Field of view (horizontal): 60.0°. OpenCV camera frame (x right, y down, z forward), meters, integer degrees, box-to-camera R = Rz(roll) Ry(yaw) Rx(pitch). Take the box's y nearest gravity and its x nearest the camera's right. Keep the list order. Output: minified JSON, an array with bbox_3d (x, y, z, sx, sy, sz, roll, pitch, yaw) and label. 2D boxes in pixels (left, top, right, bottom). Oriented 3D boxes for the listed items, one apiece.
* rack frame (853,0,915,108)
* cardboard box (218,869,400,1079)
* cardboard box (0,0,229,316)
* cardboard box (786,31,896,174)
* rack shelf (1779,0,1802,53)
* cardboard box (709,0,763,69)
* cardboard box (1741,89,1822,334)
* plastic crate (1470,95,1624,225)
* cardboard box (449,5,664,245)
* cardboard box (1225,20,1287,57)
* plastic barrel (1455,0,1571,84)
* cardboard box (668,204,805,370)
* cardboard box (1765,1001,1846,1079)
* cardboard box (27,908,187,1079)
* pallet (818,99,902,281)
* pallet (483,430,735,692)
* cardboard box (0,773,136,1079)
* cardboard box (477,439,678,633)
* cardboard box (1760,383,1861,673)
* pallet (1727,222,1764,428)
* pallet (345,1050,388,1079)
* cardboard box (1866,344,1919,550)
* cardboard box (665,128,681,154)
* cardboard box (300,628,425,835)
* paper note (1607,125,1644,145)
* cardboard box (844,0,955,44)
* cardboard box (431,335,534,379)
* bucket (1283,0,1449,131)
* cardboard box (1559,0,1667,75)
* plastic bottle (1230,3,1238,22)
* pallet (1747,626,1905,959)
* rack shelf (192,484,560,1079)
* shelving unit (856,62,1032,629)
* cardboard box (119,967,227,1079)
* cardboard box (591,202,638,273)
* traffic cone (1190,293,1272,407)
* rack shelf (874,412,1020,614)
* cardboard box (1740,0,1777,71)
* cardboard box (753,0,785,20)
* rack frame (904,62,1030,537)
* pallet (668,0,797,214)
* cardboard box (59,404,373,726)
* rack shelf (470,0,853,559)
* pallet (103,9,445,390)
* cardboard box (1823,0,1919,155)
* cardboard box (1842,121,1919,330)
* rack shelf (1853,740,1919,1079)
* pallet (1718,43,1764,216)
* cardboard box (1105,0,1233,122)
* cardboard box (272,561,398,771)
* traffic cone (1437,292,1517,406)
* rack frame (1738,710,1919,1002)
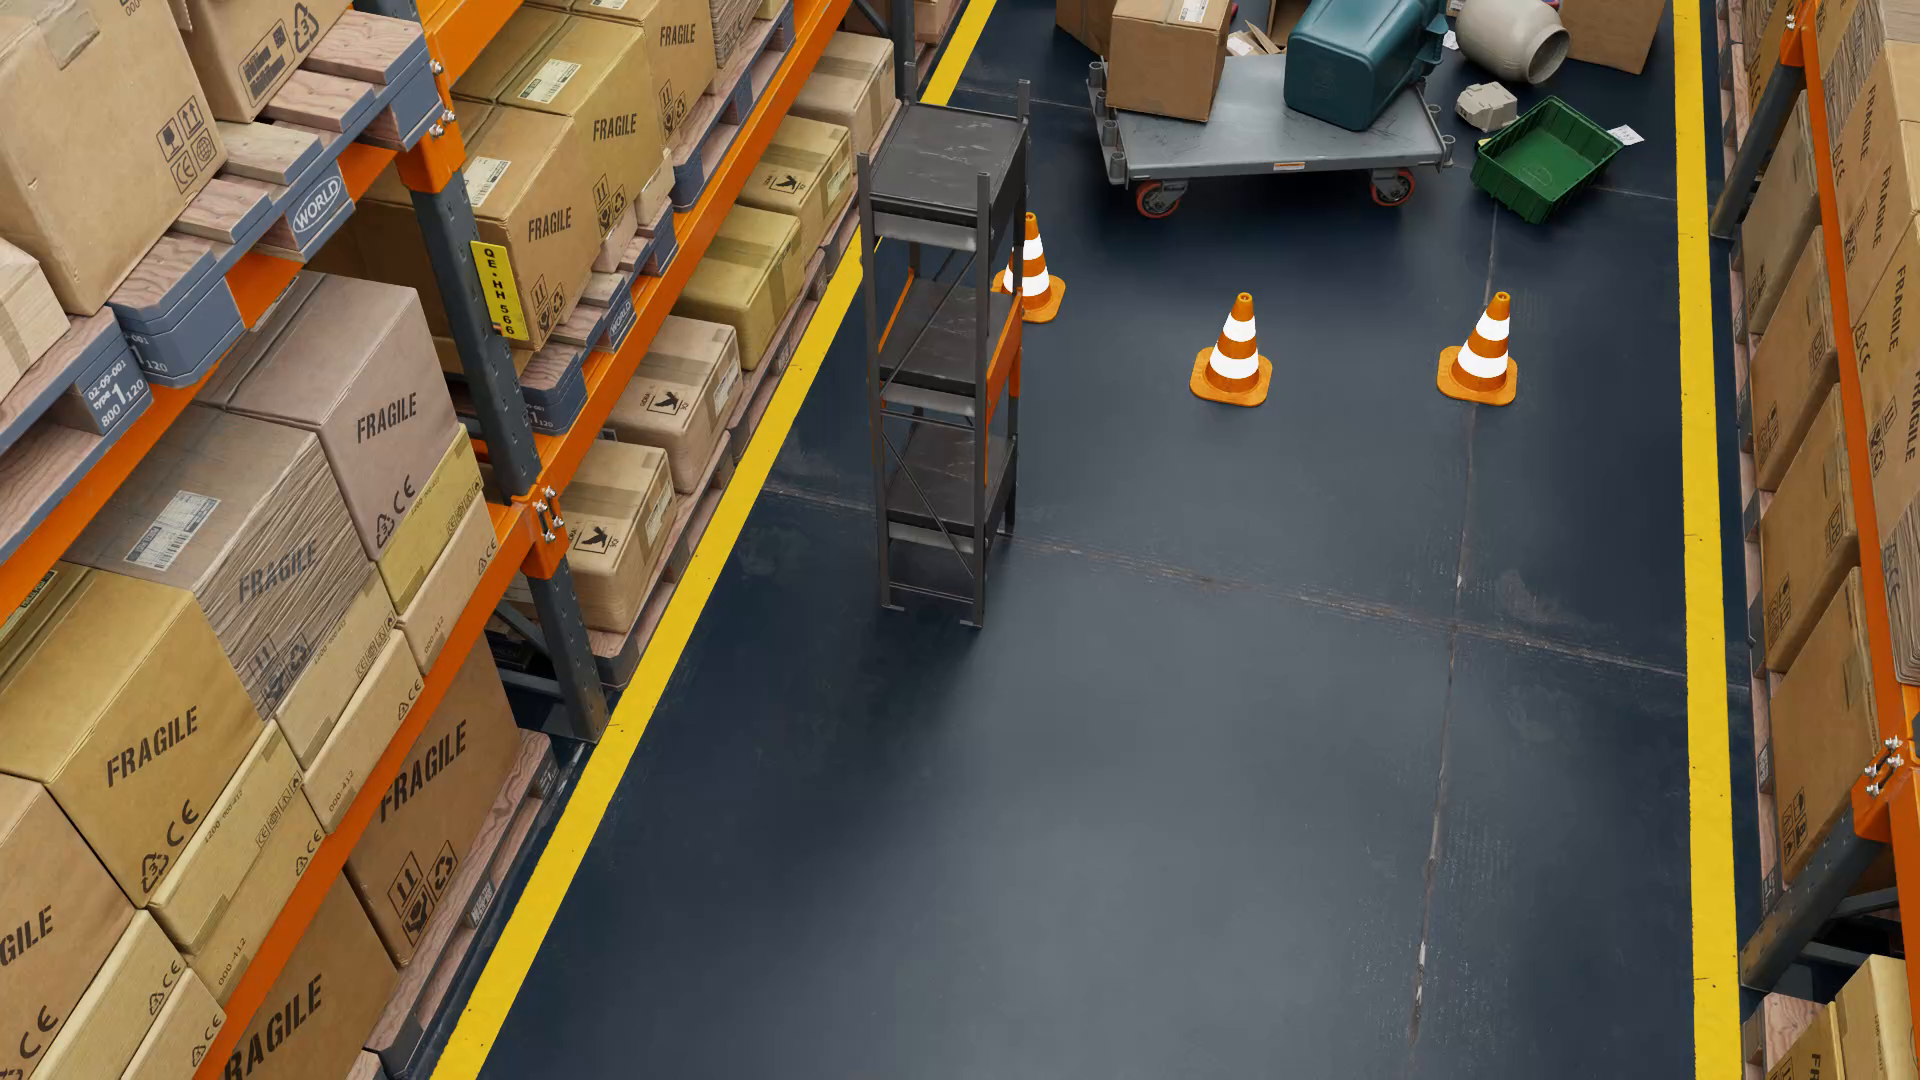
[{"bbox_3d":[-0.723,-3.286,7.568,1.000,3.000,0.127,12,50,10],"label":"rack frame"},{"bbox_3d":[-2.277,1.299,4.659,0.875,0.875,0.875,12,50,10],"label":"cardboard box"},{"bbox_3d":[-1.854,-0.803,3.030,0.700,0.500,0.500,9,49,8],"label":"cardboard box"},{"bbox_3d":[-0.859,-2.175,8.061,0.950,0.372,0.625,12,50,11],"label":"cardboard box"},{"bbox_3d":[4.605,-3.591,8.317,1.077,0.370,4.000,12,50,10],"label":"rack shelf"},{"bbox_3d":[-1.032,-2.067,5.947,0.500,0.500,0.500,10,49,9],"label":"cardboard box"},{"bbox_3d":[4.002,-1.310,7.045,1.050,0.750,0.750,11,50,10],"label":"cardboard box"},{"bbox_3d":[2.861,-1.855,8.142,0.662,0.188,0.450,-37,68,-28],"label":"plastic crate"},{"bbox_3d":[-1.304,-1.321,5.289,0.500,0.500,0.500,14,50,12],"label":"cardboard box"},{"bbox_3d":[1.562,-2.547,8.739,0.258,0.266,0.396,-19,51,-16],"label":"cardboard box"},{"bbox_3d":[2.897,-2.653,8.728,0.421,0.421,0.512,-27,54,-22],"label":"plastic barrel"},{"bbox_3d":[-1.226,-1.151,7.157,0.950,0.372,0.625,13,50,11],"label":"cardboard box"},{"bbox_3d":[2.594,1.661,4.589,0.500,0.500,0.500,10,49,8],"label":"cardboard box"},{"bbox_3d":[-2.041,1.014,3.540,0.500,0.250,0.500,10,49,9],"label":"cardboard box"},{"bbox_3d":[-0.927,-1.799,8.116,1.003,0.211,1.213,12,50,10],"label":"pallet"},{"bbox_3d":[-1.569,-0.035,6.559,1.003,0.211,1.213,12,50,10],"label":"pallet"},{"bbox_3d":[-2.064,0.765,3.260,0.500,0.500,0.500,11,49,9],"label":"cardboard box"},{"bbox_3d":[-1.618,-0.068,6.201,0.950,0.372,0.625,9,49,7],"label":"cardboard box"},{"bbox_3d":[3.500,0.061,5.835,1.050,0.750,0.750,12,50,11],"label":"cardboard box"},{"bbox_3d":[3.948,-0.886,7.310,1.003,0.211,1.213,12,50,10],"label":"pallet"},{"bbox_3d":[-2.380,1.965,4.793,1.003,0.211,1.213,12,50,10],"label":"pallet"},{"bbox_3d":[3.018,-0.261,4.832,0.500,0.500,0.500,12,50,10],"label":"cardboard box"},{"bbox_3d":[-1.208,-1.418,5.807,0.380,0.149,0.250,14,50,12],"label":"cardboard box"},{"bbox_3d":[-1.778,0.447,4.374,0.500,0.250,0.500,12,50,11],"label":"cardboard box"},{"bbox_3d":[3.382,-2.065,8.470,0.147,0.020,0.142,-19,51,-16],"label":"paper note"},{"bbox_3d":[-0.308,-2.888,8.771,0.500,0.250,0.500,10,49,8],"label":"cardboard box"},{"bbox_3d":[-1.511,-0.647,5.126,0.380,0.149,0.250,9,49,8],"label":"cardboard box"},{"bbox_3d":[1.890,-2.355,7.916,0.726,0.611,0.620,28,64,22],"label":"bucket"},{"bbox_3d":[3.497,-2.881,8.876,0.500,0.500,0.500,19,51,16],"label":"cardboard box"},{"bbox_3d":[1.425,-2.877,9.167,0.133,0.061,0.283,19,51,16],"label":"plastic bottle"},{"bbox_3d":[3.306,0.879,5.753,1.003,0.211,1.213,12,50,10],"label":"pallet"},{"bbox_3d":[-2.303,1.292,4.007,1.077,0.370,4.000,12,50,10],"label":"rack shelf"},{"bbox_3d":[-0.044,-0.575,5.776,0.431,2.100,0.503,12,50,10],"label":"shelving unit"},{"bbox_3d":[-2.033,1.182,3.725,0.500,0.250,0.500,11,49,9],"label":"cardboard box"},{"bbox_3d":[-1.288,-1.033,5.468,0.380,0.149,0.250,9,49,8],"label":"cardboard box"},{"bbox_3d":[1.189,-0.866,7.124,0.336,0.463,0.334,12,50,10],"label":"traffic cone"},{"bbox_3d":[-0.044,-0.103,6.311,0.431,0.518,0.480,12,50,10],"label":"rack shelf"},{"bbox_3d":[4.545,-2.912,8.375,0.875,0.875,0.875,12,50,10],"label":"cardboard box"},{"bbox_3d":[-0.875,-2.180,6.479,0.380,0.149,0.250,12,50,10],"label":"cardboard box"},{"bbox_3d":[0.021,-0.752,5.932,0.400,2.100,0.015,12,50,10],"label":"rack frame"},{"bbox_3d":[-1.295,-1.769,6.357,1.003,0.211,1.213,12,50,10],"label":"pallet"},{"bbox_3d":[-1.787,0.042,3.898,0.500,0.500,0.500,12,50,11],"label":"cardboard box"},{"bbox_3d":[-1.250,-1.601,6.561,1.077,0.370,4.000,12,50,10],"label":"rack shelf"},{"bbox_3d":[-1.895,-0.846,3.540,1.213,0.211,1.003,14,50,12],"label":"pallet"},{"bbox_3d":[3.548,-1.722,6.122,0.500,0.500,0.500,12,50,10],"label":"cardboard box"},{"bbox_3d":[3.280,-0.994,5.479,0.500,0.500,0.500,12,50,11],"label":"cardboard box"},{"bbox_3d":[2.499,2.196,3.210,1.077,0.370,4.000,12,50,10],"label":"rack shelf"},{"bbox_3d":[4.354,-1.994,8.288,1.003,0.211,1.213,12,50,10],"label":"pallet"},{"bbox_3d":[1.002,-2.380,7.930,0.500,0.500,0.500,12,50,10],"label":"cardboard box"},{"bbox_3d":[-1.790,0.264,4.202,0.500,0.250,0.500,10,49,9],"label":"cardboard box"},{"bbox_3d":[2.269,-0.870,7.128,0.336,0.463,0.334,12,50,10],"label":"traffic cone"},{"bbox_3d":[3.026,0.511,4.217,1.000,3.000,0.127,12,50,10],"label":"rack frame"}]
